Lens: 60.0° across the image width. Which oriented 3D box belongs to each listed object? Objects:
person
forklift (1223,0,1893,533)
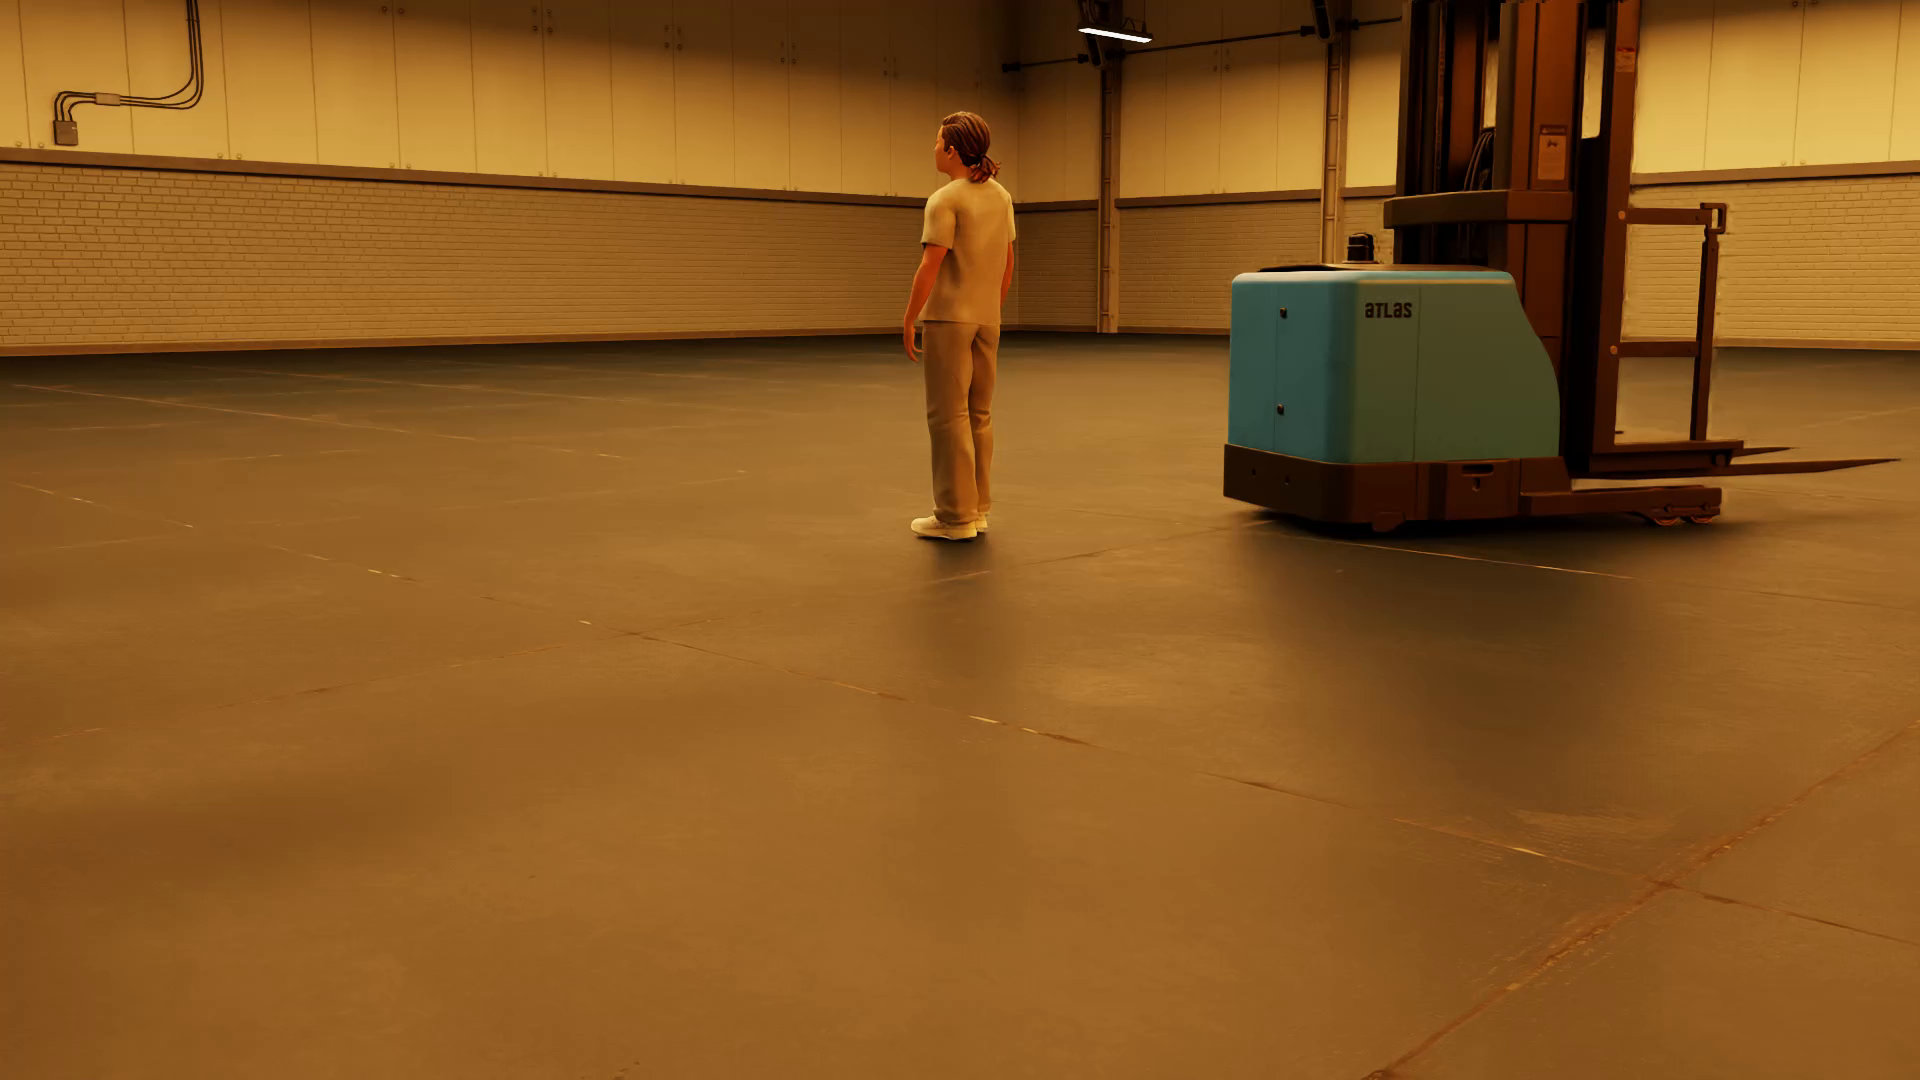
[{"bbox_3d":[-0.043,-0.845,6.652,0.549,1.675,0.549,8,12,43],"label":"person"},{"bbox_3d":[2.773,-1.581,7.373,3.031,2.935,1.130,-3,9,-17],"label":"forklift"}]
